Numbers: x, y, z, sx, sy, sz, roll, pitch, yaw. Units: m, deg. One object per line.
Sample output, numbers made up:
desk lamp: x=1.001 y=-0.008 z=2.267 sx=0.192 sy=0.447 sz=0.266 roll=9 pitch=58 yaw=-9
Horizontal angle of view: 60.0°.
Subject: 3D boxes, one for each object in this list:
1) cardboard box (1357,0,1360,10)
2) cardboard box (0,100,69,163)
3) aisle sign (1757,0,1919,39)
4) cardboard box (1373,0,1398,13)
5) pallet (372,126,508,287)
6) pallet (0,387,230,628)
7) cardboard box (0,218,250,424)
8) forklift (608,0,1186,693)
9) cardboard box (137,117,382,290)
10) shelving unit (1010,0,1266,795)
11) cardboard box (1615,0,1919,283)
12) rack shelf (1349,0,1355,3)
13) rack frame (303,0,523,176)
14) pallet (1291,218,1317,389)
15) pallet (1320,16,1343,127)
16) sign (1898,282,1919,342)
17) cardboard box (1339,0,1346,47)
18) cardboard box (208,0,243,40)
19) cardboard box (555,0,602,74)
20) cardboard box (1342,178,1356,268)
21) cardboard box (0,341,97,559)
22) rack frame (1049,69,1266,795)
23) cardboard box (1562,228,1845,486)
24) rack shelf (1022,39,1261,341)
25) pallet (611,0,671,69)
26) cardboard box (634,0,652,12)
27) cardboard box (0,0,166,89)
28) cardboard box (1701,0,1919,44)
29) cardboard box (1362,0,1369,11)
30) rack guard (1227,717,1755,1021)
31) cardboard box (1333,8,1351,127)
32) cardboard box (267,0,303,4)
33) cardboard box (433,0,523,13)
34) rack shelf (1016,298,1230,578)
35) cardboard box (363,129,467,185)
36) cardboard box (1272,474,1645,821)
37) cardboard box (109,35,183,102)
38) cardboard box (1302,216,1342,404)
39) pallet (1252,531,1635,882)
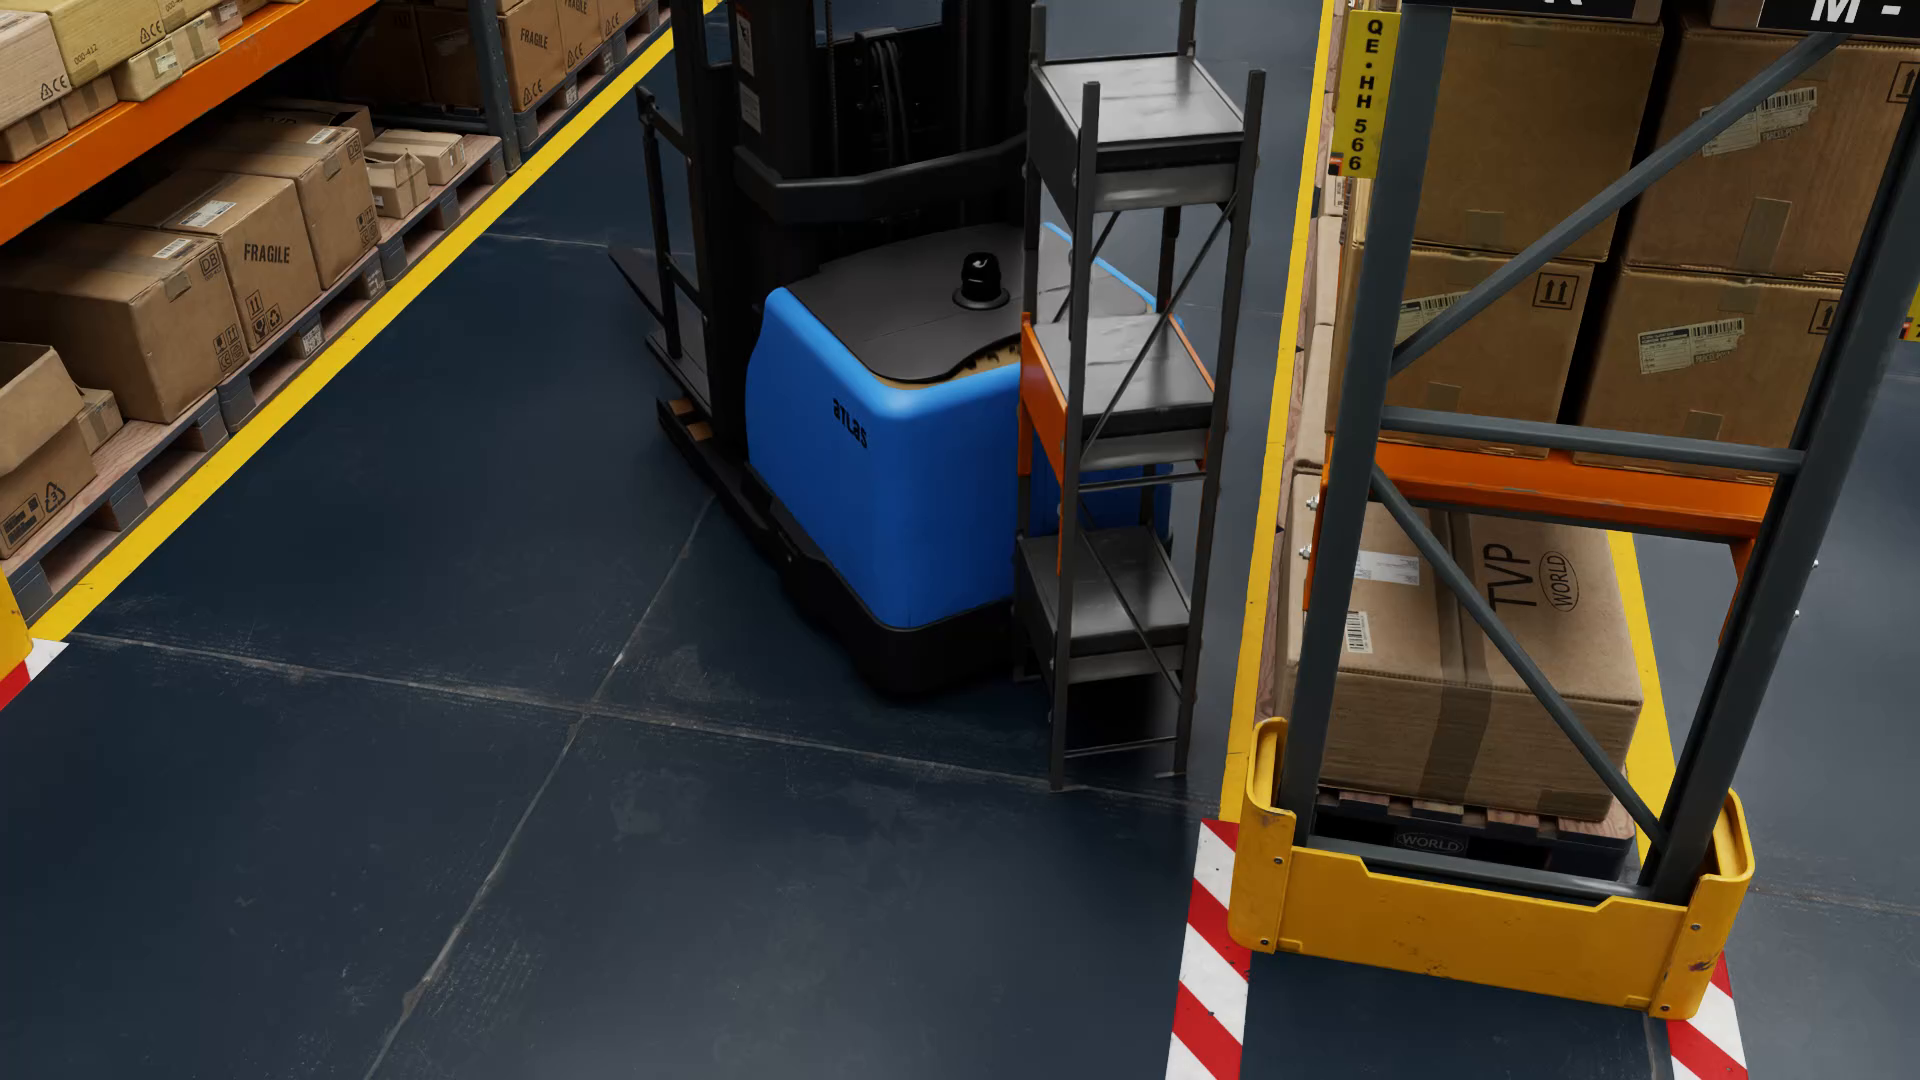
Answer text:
cardboard box: x=1.687 y=-2.014 z=5.887 sx=0.500 sy=0.500 sz=0.500 roll=8 pitch=37 yaw=10
cardboard box: x=-3.067 y=-1.320 z=5.230 sx=0.380 sy=0.149 sz=0.250 roll=8 pitch=37 yaw=11
aisle sign: x=1.568 y=-1.179 z=2.606 sx=0.394 sy=0.787 sz=0.004 roll=7 pitch=37 yaw=10
cardboard box: x=1.253 y=-1.259 z=3.994 sx=0.500 sy=0.500 sz=0.500 roll=7 pitch=37 yaw=10
pallet: x=-2.844 y=-1.595 z=7.770 sx=1.003 sy=0.211 sz=1.213 roll=7 pitch=37 yaw=10
pallet: x=-3.365 y=-0.196 z=5.840 sx=1.003 sy=0.211 sz=1.213 roll=7 pitch=37 yaw=10
cardboard box: x=-3.106 y=-0.806 z=6.078 sx=0.700 sy=0.500 sz=0.500 roll=9 pitch=37 yaw=12
forklift: x=-0.478 y=-1.572 z=5.422 sx=1.130 sy=2.935 sz=3.031 roll=-18 pitch=40 yaw=-23
cardboard box: x=-2.885 y=-1.401 z=6.899 sx=0.700 sy=0.500 sz=0.500 roll=6 pitch=36 yaw=8
shelving unit: x=0.409 y=-0.284 z=4.347 sx=0.431 sy=2.100 sz=0.503 roll=-7 pitch=37 yaw=-9
cardboard box: x=1.680 y=-0.889 z=3.483 sx=0.500 sy=0.500 sz=0.500 roll=7 pitch=36 yaw=9
rack shelf: x=2.581 y=-3.353 z=8.433 sx=1.077 sy=0.370 sz=4.000 roll=7 pitch=37 yaw=10
rack frame: x=-2.696 y=-3.117 z=7.495 sx=1.000 sy=3.000 sz=0.127 roll=7 pitch=37 yaw=10
pallet: x=1.915 y=-0.942 z=6.870 sx=1.003 sy=0.211 sz=1.213 roll=7 pitch=37 yaw=10
pallet: x=2.504 y=-2.522 z=9.049 sx=1.003 sy=0.211 sz=1.213 roll=7 pitch=37 yaw=10
sign: x=1.841 y=-0.514 z=3.098 sx=0.100 sy=0.325 sz=0.005 roll=7 pitch=37 yaw=10
cardboard box: x=2.585 y=-3.204 z=9.067 sx=0.875 sy=0.875 sz=0.875 roll=8 pitch=37 yaw=11
cardboard box: x=-2.864 y=-1.919 z=6.055 sx=0.380 sy=0.149 sz=0.250 roll=7 pitch=37 yaw=10
cardboard box: x=-2.269 y=-2.831 z=8.872 sx=0.500 sy=0.500 sz=0.500 roll=7 pitch=36 yaw=9
cardboard box: x=1.266 y=-0.840 z=4.268 sx=0.500 sy=0.500 sz=0.500 roll=7 pitch=36 yaw=9
cardboard box: x=-3.327 y=-0.322 z=5.408 sx=0.797 sy=0.503 sz=0.637 roll=6 pitch=36 yaw=8
rack frame: x=0.455 y=-0.141 z=4.155 sx=0.400 sy=2.100 sz=0.015 roll=-7 pitch=37 yaw=-9
cardboard box: x=1.683 y=-0.484 z=3.776 sx=0.500 sy=0.500 sz=0.500 roll=7 pitch=37 yaw=10
rack shelf: x=0.410 y=-0.835 z=3.938 sx=0.431 sy=0.518 sz=0.480 roll=-7 pitch=37 yaw=-9
pallet: x=-2.301 y=-3.161 z=9.931 sx=1.003 sy=0.211 sz=1.213 roll=7 pitch=37 yaw=10
cardboard box: x=-2.041 y=-3.413 z=9.675 sx=0.500 sy=0.500 sz=0.500 roll=6 pitch=36 yaw=8
cardboard box: x=-2.978 y=-1.690 z=5.401 sx=0.500 sy=0.250 sz=0.500 roll=7 pitch=36 yaw=9
cardboard box: x=1.646 y=-1.081 z=3.195 sx=0.380 sy=0.149 sz=0.250 roll=8 pitch=37 yaw=11
cardboard box: x=1.464 y=-1.434 z=5.087 sx=0.500 sy=0.500 sz=0.500 roll=8 pitch=37 yaw=11
rack guard: x=1.295 y=0.822 z=4.190 sx=1.175 sy=0.500 sz=0.348 roll=7 pitch=37 yaw=10
cardboard box: x=2.208 y=-2.173 z=7.644 sx=0.875 sy=0.875 sz=0.875 roll=8 pitch=37 yaw=11
cardboard box: x=-2.693 y=-2.200 z=6.444 sx=0.380 sy=0.149 sz=0.250 roll=7 pitch=36 yaw=9
cardboard box: x=-2.359 y=-2.710 z=8.153 sx=0.380 sy=0.149 sz=0.250 roll=9 pitch=37 yaw=12
rack shelf: x=0.409 y=-0.273 z=4.355 sx=0.431 sy=0.518 sz=0.480 roll=-7 pitch=37 yaw=-9
cardboard box: x=-2.528 y=-1.777 z=7.717 sx=0.380 sy=0.149 sz=0.250 roll=6 pitch=36 yaw=9
cardboard box: x=1.343 y=0.272 z=4.644 sx=0.875 sy=0.438 sz=0.875 roll=6 pitch=36 yaw=8
cardboard box: x=-2.888 y=-1.609 z=5.628 sx=0.380 sy=0.149 sz=0.250 roll=6 pitch=36 yaw=9
cardboard box: x=1.724 y=-0.770 z=6.082 sx=0.875 sy=0.438 sz=0.875 roll=6 pitch=36 yaw=9
pallet: x=1.394 y=0.457 z=4.940 sx=1.003 sy=0.211 sz=1.213 roll=7 pitch=37 yaw=10
